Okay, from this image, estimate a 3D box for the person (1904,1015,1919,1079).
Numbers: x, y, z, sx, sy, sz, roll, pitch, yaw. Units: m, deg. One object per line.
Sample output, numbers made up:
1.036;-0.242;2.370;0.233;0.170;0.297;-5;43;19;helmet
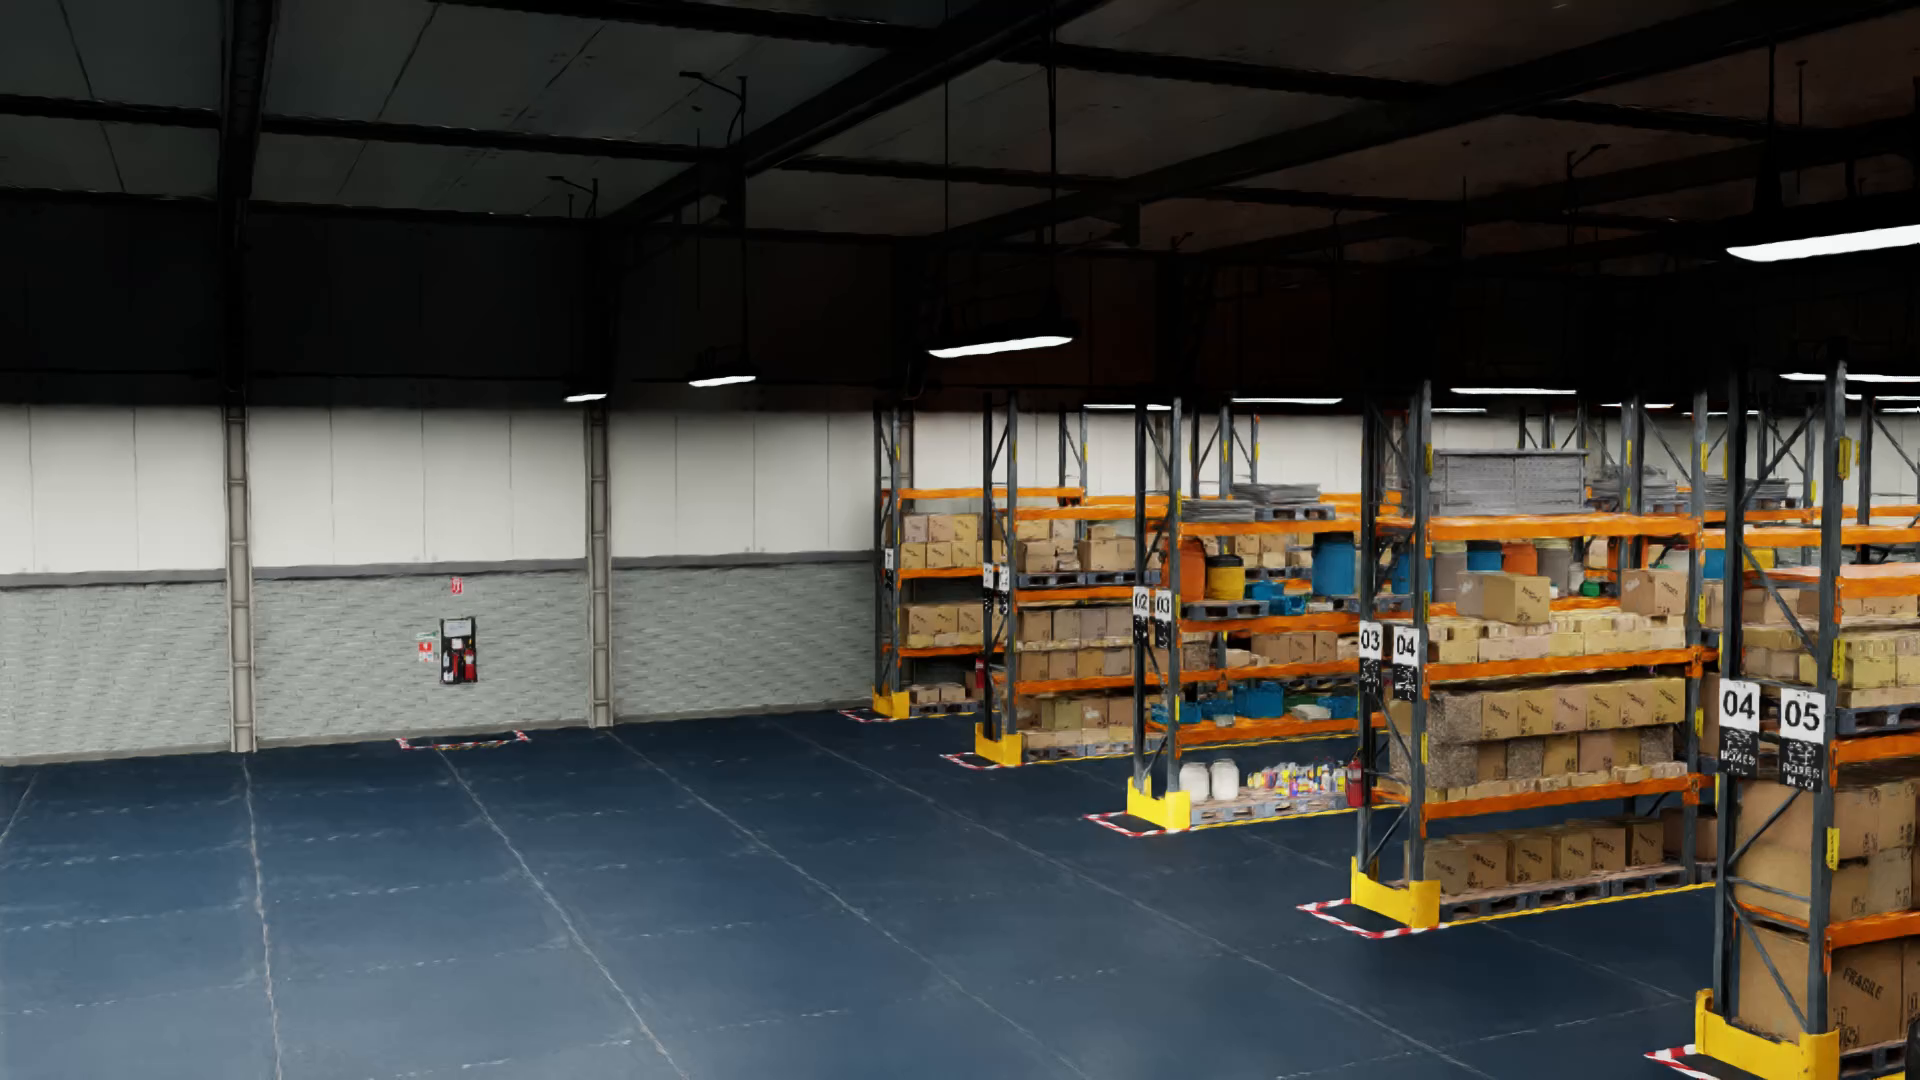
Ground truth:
6.417;3.662;10.899;0.402;1.707;0.636;2;4;35;person
